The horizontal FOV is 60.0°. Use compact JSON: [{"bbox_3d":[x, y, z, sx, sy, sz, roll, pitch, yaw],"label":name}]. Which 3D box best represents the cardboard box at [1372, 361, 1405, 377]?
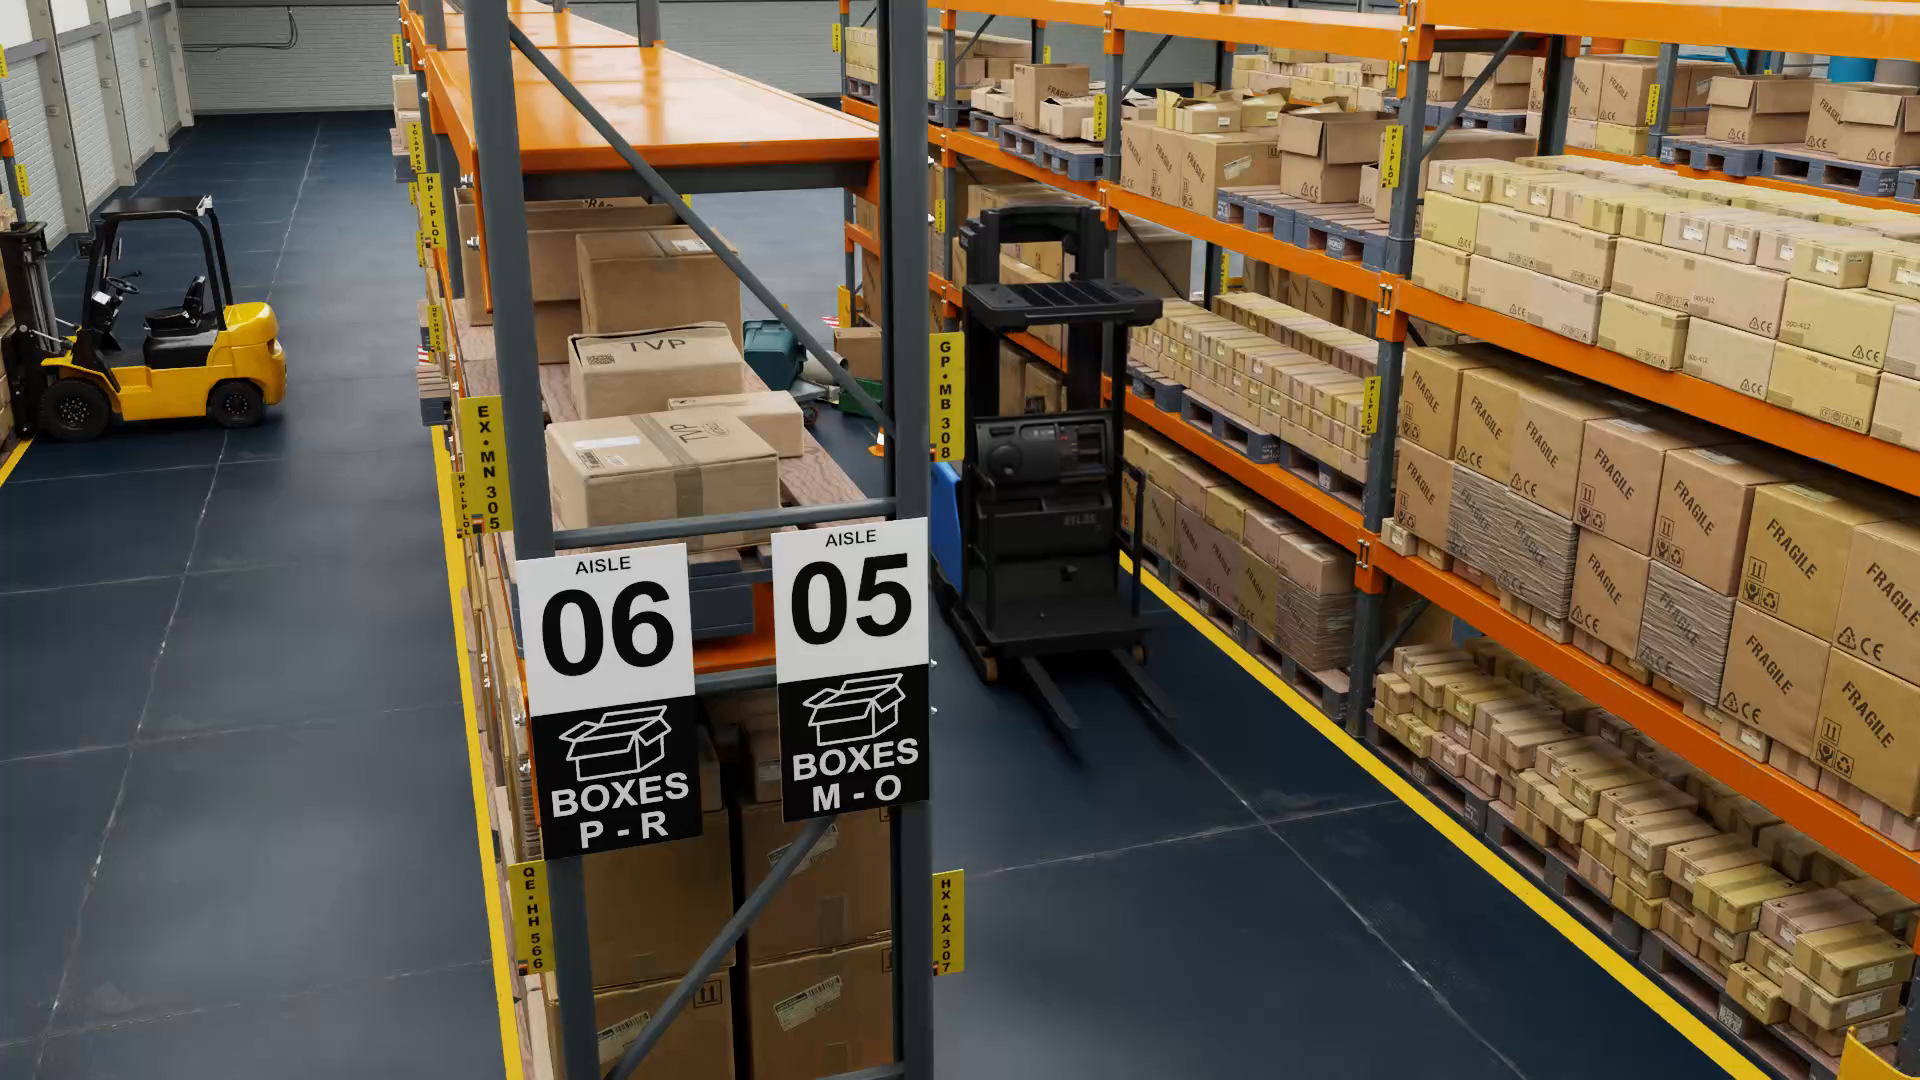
[{"bbox_3d":[2.909,-1.062,10.806,0.380,0.149,0.250,-7,21,-18],"label":"cardboard box"}]

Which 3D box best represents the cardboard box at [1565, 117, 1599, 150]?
[{"bbox_3d":[5.776,-3.679,15.006,0.500,0.250,0.500,-6,21,-17],"label":"cardboard box"}]

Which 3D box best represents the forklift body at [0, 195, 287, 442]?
[{"bbox_3d":[-7.978,-2.225,16.430,2.313,2.155,1.214,-6,21,-17],"label":"forklift body"}]

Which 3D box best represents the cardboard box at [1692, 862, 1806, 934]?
[{"bbox_3d":[3.468,1.573,7.316,0.380,0.149,0.250,-7,21,-18],"label":"cardboard box"}]

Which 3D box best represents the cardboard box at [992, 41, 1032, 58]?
[{"bbox_3d":[0.538,-4.909,16.632,0.380,0.149,0.250,-6,21,-17],"label":"cardboard box"}]

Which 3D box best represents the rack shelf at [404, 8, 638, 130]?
[{"bbox_3d":[-2.452,-2.655,9.153,1.077,0.370,4.000,-6,21,-17],"label":"rack shelf"}]

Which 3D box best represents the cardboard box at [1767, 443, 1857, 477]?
[{"bbox_3d":[3.905,-0.152,7.336,0.500,0.500,0.500,-7,21,-18],"label":"cardboard box"}]

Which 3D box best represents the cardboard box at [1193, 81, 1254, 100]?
[{"bbox_3d":[1.961,-3.276,12.382,0.396,0.266,0.258,-6,21,-17],"label":"cardboard box"}]

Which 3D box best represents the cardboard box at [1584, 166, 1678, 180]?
[{"bbox_3d":[3.412,-1.810,8.475,0.380,0.149,0.250,-6,21,-17],"label":"cardboard box"}]

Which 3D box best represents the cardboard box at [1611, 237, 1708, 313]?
[{"bbox_3d":[3.247,-1.181,7.311,0.500,0.250,0.500,-7,21,-20],"label":"cardboard box"}]

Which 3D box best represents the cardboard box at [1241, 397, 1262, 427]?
[{"bbox_3d":[2.119,-0.879,11.176,0.380,0.149,0.250,-5,20,-15],"label":"cardboard box"}]

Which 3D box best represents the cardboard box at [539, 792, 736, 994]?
[{"bbox_3d":[-0.944,0.920,4.792,0.500,0.500,0.500,-6,21,-15],"label":"cardboard box"}]

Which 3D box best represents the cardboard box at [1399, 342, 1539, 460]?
[{"bbox_3d":[2.755,-0.762,9.034,0.500,0.500,0.500,-6,21,-16],"label":"cardboard box"}]

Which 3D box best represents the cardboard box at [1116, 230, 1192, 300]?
[{"bbox_3d":[1.455,-2.222,13.538,0.700,0.500,0.500,-7,21,-17],"label":"cardboard box"}]

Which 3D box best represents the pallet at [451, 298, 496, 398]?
[{"bbox_3d":[-1.576,-0.823,6.965,1.003,0.211,1.213,-6,21,-17],"label":"pallet"}]

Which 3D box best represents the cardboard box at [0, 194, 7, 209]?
[{"bbox_3d":[-9.993,-3.439,17.006,0.380,0.149,0.250,-6,21,-17],"label":"cardboard box"}]

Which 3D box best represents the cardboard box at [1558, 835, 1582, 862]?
[{"bbox_3d":[3.255,1.508,8.377,0.380,0.149,0.250,-6,21,-16],"label":"cardboard box"}]

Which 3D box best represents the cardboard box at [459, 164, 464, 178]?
[{"bbox_3d":[-3.369,-2.765,12.091,0.700,0.500,0.500,-6,21,-17],"label":"cardboard box"}]

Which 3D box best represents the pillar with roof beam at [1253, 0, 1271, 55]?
[{"bbox_3d":[5.445,-18.060,50.386,9.100,9.000,0.400,-6,21,-17],"label":"pillar with roof beam"}]

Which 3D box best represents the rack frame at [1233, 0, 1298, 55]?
[{"bbox_3d":[3.813,-7.444,20.830,1.000,3.000,0.127,-6,21,-17],"label":"rack frame"}]

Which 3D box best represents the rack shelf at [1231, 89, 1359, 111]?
[{"bbox_3d":[4.441,-5.052,19.672,1.077,0.370,4.000,-6,21,-17],"label":"rack shelf"}]

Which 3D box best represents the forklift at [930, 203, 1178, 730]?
[{"bbox_3d":[0.612,-0.593,10.731,1.130,2.935,3.031,-5,20,-13],"label":"forklift"}]

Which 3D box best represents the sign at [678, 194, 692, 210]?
[{"bbox_3d":[-1.297,-1.469,7.749,0.100,0.325,0.005,-6,21,-17],"label":"sign"}]

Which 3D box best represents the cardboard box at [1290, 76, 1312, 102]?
[{"bbox_3d":[4.207,-5.289,19.489,0.500,0.250,0.500,-6,21,-16],"label":"cardboard box"}]

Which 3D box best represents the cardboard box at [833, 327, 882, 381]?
[{"bbox_3d":[-1.132,-2.057,18.399,0.500,0.500,0.500,-3,20,-8],"label":"cardboard box"}]

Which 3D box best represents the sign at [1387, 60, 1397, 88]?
[{"bbox_3d":[4.557,-4.932,17.508,0.100,0.325,0.005,-6,21,-17],"label":"sign"}]

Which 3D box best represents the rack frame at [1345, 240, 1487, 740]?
[{"bbox_3d":[2.844,-0.275,9.746,1.000,3.000,0.127,-6,21,-17],"label":"rack frame"}]

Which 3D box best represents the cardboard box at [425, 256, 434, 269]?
[{"bbox_3d":[-3.991,-2.004,13.348,0.500,0.500,0.500,-7,21,-19],"label":"cardboard box"}]

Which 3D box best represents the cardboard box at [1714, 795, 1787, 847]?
[{"bbox_3d":[3.866,1.337,7.972,0.380,0.149,0.250,-6,20,-15],"label":"cardboard box"}]

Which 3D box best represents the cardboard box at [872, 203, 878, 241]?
[{"bbox_3d":[-0.518,-3.715,19.101,0.875,0.550,0.550,-6,21,-17],"label":"cardboard box"}]

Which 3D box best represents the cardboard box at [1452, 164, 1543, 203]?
[{"bbox_3d":[2.760,-1.829,8.527,0.380,0.149,0.250,-7,21,-20],"label":"cardboard box"}]

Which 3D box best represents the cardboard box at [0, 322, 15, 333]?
[{"bbox_3d":[-9.531,-1.975,16.444,0.500,0.250,0.500,-6,21,-17],"label":"cardboard box"}]

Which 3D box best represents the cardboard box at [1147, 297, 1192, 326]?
[{"bbox_3d":[1.550,-1.748,12.716,0.380,0.149,0.250,-6,21,-17],"label":"cardboard box"}]

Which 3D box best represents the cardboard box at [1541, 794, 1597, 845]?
[{"bbox_3d":[3.149,1.372,8.315,0.380,0.149,0.250,-6,21,-17],"label":"cardboard box"}]

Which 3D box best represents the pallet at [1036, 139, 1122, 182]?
[{"bbox_3d":[1.334,-3.083,13.404,1.213,0.211,1.003,-5,20,-15],"label":"pallet"}]

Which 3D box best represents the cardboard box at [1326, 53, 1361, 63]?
[{"bbox_3d":[4.540,-5.984,19.875,0.500,0.500,0.500,-6,21,-17],"label":"cardboard box"}]

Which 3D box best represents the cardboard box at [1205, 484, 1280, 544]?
[{"bbox_3d":[2.042,-0.196,11.492,0.500,0.250,0.500,-7,21,-20],"label":"cardboard box"}]

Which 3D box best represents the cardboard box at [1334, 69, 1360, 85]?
[{"bbox_3d":[4.424,-5.192,18.629,0.380,0.149,0.250,-7,21,-19],"label":"cardboard box"}]

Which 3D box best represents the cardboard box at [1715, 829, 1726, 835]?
[{"bbox_3d":[3.836,1.485,8.001,0.380,0.149,0.250,-7,21,-20],"label":"cardboard box"}]

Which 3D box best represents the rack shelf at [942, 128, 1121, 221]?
[{"bbox_3d":[0.958,-3.274,14.721,1.077,0.370,4.000,-6,21,-17],"label":"rack shelf"}]

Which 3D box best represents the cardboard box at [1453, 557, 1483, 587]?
[{"bbox_3d":[2.908,0.124,9.007,0.380,0.149,0.250,-7,21,-20],"label":"cardboard box"}]

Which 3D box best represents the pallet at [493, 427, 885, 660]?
[{"bbox_3d":[-0.809,-0.040,4.785,1.003,0.211,1.213,-6,21,-17],"label":"pallet"}]

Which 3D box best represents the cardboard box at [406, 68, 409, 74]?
[{"bbox_3d":[-5.381,-4.685,16.776,0.380,0.149,0.250,-6,21,-16],"label":"cardboard box"}]

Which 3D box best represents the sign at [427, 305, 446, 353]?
[{"bbox_3d":[-3.593,-1.448,11.414,0.100,0.325,0.005,-6,21,-17],"label":"sign"}]

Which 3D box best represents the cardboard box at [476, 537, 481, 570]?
[{"bbox_3d":[-2.193,0.003,8.454,0.500,0.250,0.500,-6,21,-17],"label":"cardboard box"}]

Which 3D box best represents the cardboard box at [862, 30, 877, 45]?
[{"bbox_3d":[-0.887,-5.655,18.709,0.380,0.149,0.250,-6,21,-17],"label":"cardboard box"}]

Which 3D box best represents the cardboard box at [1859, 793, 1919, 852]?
[{"bbox_3d":[3.731,1.052,6.422,0.380,0.149,0.250,-6,21,-17],"label":"cardboard box"}]

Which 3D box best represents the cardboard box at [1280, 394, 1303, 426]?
[{"bbox_3d":[2.282,-0.853,10.665,0.380,0.149,0.250,-7,21,-19],"label":"cardboard box"}]

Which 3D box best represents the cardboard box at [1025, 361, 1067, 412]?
[{"bbox_3d":[1.203,-1.183,14.980,1.050,0.750,0.750,-6,21,-16],"label":"cardboard box"}]

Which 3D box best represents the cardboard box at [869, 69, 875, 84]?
[{"bbox_3d":[-0.806,-5.196,18.611,0.380,0.149,0.250,-6,21,-17],"label":"cardboard box"}]

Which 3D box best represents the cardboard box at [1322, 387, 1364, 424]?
[{"bbox_3d":[2.447,-0.829,10.157,0.380,0.149,0.250,-7,21,-19],"label":"cardboard box"}]

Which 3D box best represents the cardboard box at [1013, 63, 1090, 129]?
[{"bbox_3d":[0.775,-3.791,14.178,0.500,0.500,0.500,-6,21,-17],"label":"cardboard box"}]

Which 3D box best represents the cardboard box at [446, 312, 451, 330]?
[{"bbox_3d":[-2.993,-1.176,10.626,0.500,0.500,0.500,-6,21,-17],"label":"cardboard box"}]

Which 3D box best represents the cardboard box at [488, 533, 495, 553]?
[{"bbox_3d":[-1.678,-0.078,6.611,0.380,0.149,0.250,-7,21,-19],"label":"cardboard box"}]

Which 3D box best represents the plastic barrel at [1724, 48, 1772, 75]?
[{"bbox_3d":[9.561,-6.039,19.993,0.600,0.901,0.708,-6,21,-17],"label":"plastic barrel"}]
